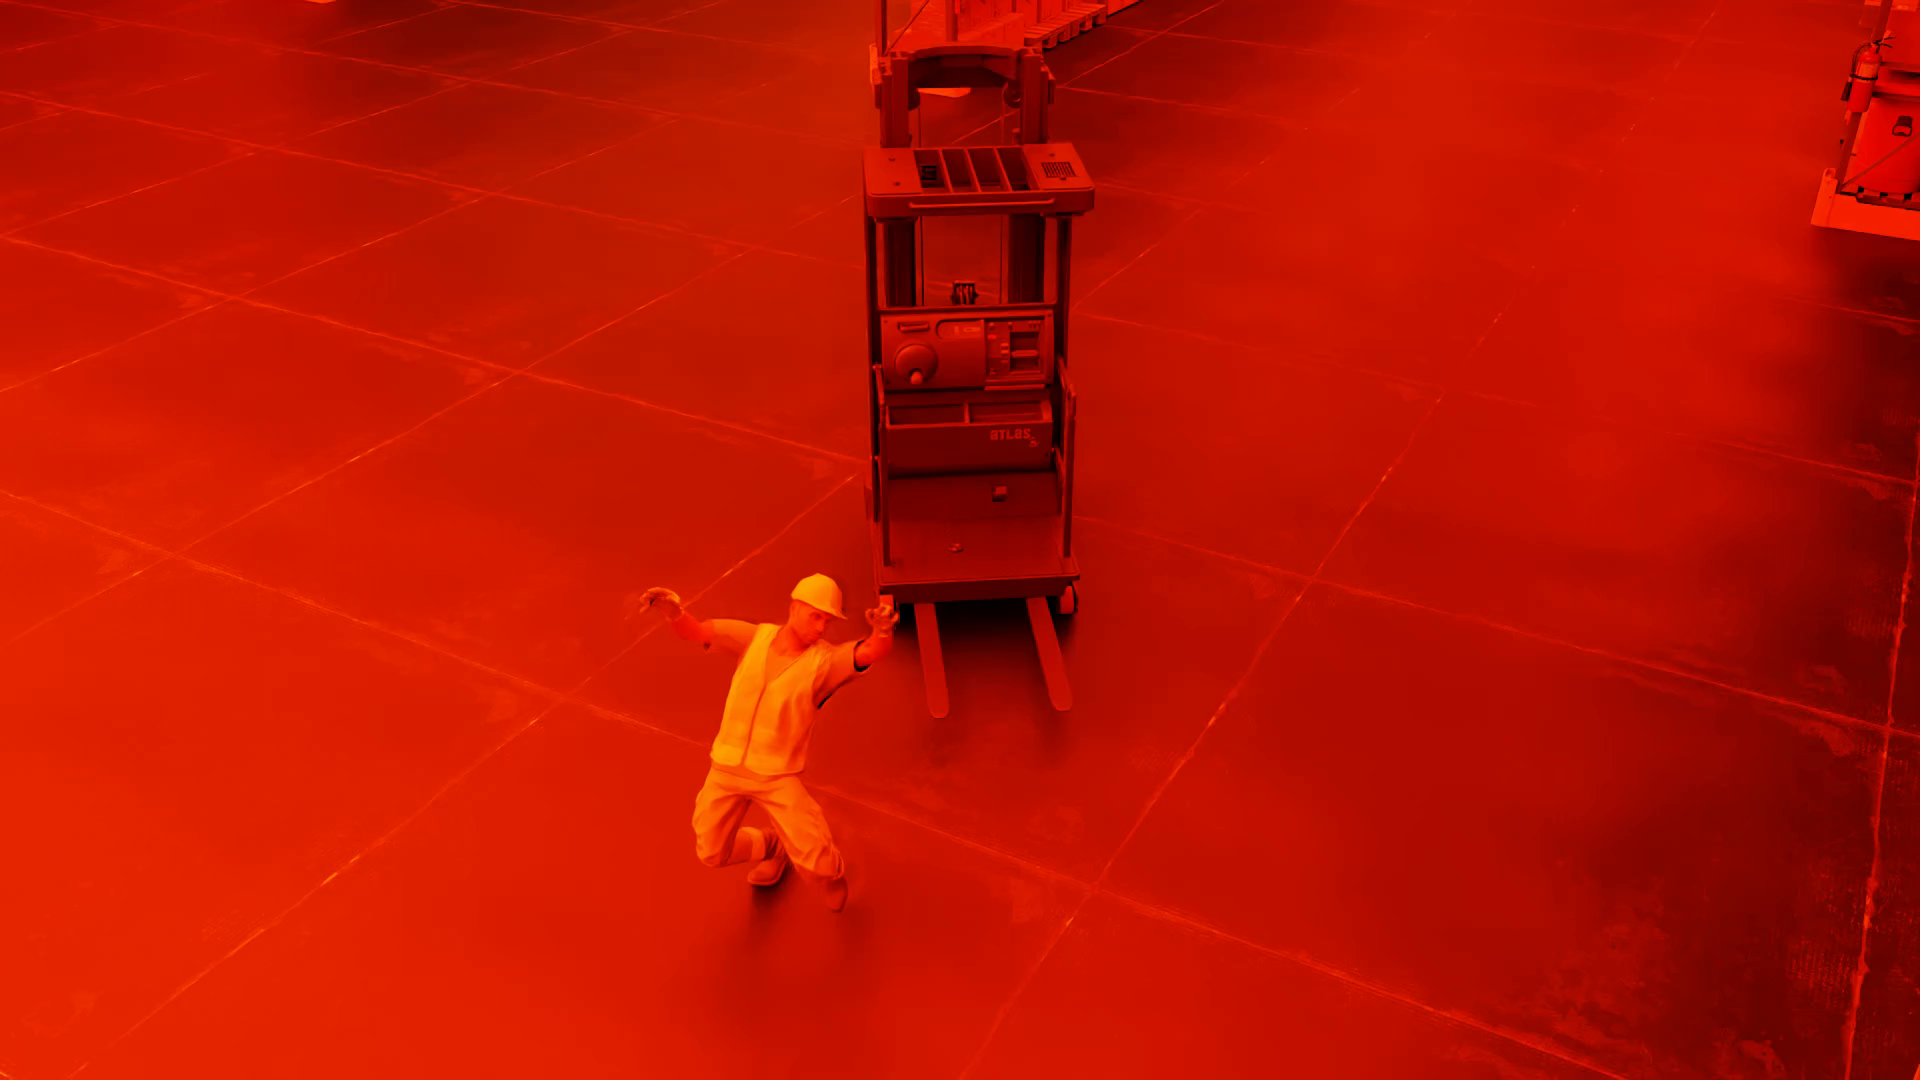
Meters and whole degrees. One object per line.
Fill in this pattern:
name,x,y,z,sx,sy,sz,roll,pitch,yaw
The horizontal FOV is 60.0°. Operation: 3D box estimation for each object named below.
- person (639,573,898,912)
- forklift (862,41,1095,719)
person,-0.687,0.849,6.893,0.988,1.643,0.769,10,32,17
forklift,0.065,-0.982,8.772,1.130,2.935,3.031,-3,30,-5
